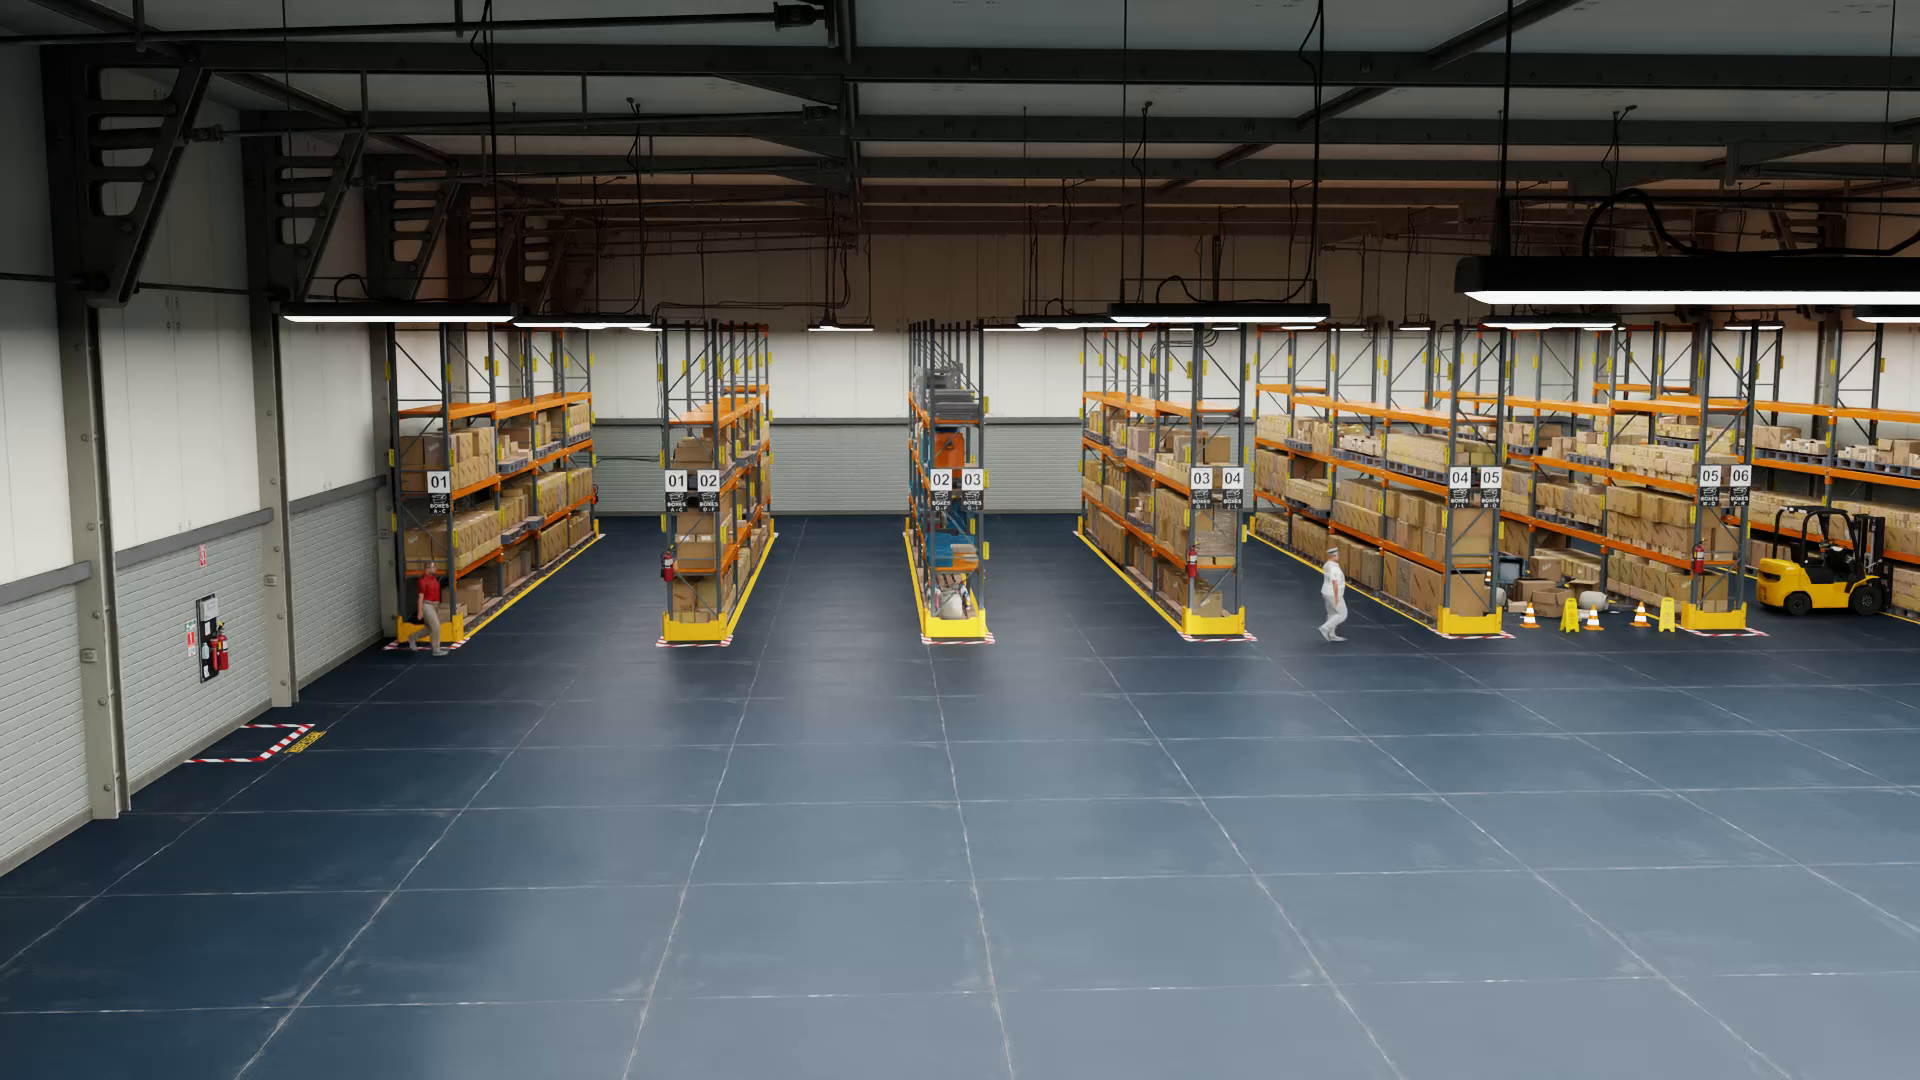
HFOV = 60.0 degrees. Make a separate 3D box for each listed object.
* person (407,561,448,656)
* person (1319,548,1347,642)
[{"bbox_3d":[-9.532,1.208,29.705,0.883,1.681,0.567,1,7,11],"label":"person"},{"bbox_3d":[6.901,1.018,30.917,0.556,1.756,0.556,-1,7,-9],"label":"person"}]
